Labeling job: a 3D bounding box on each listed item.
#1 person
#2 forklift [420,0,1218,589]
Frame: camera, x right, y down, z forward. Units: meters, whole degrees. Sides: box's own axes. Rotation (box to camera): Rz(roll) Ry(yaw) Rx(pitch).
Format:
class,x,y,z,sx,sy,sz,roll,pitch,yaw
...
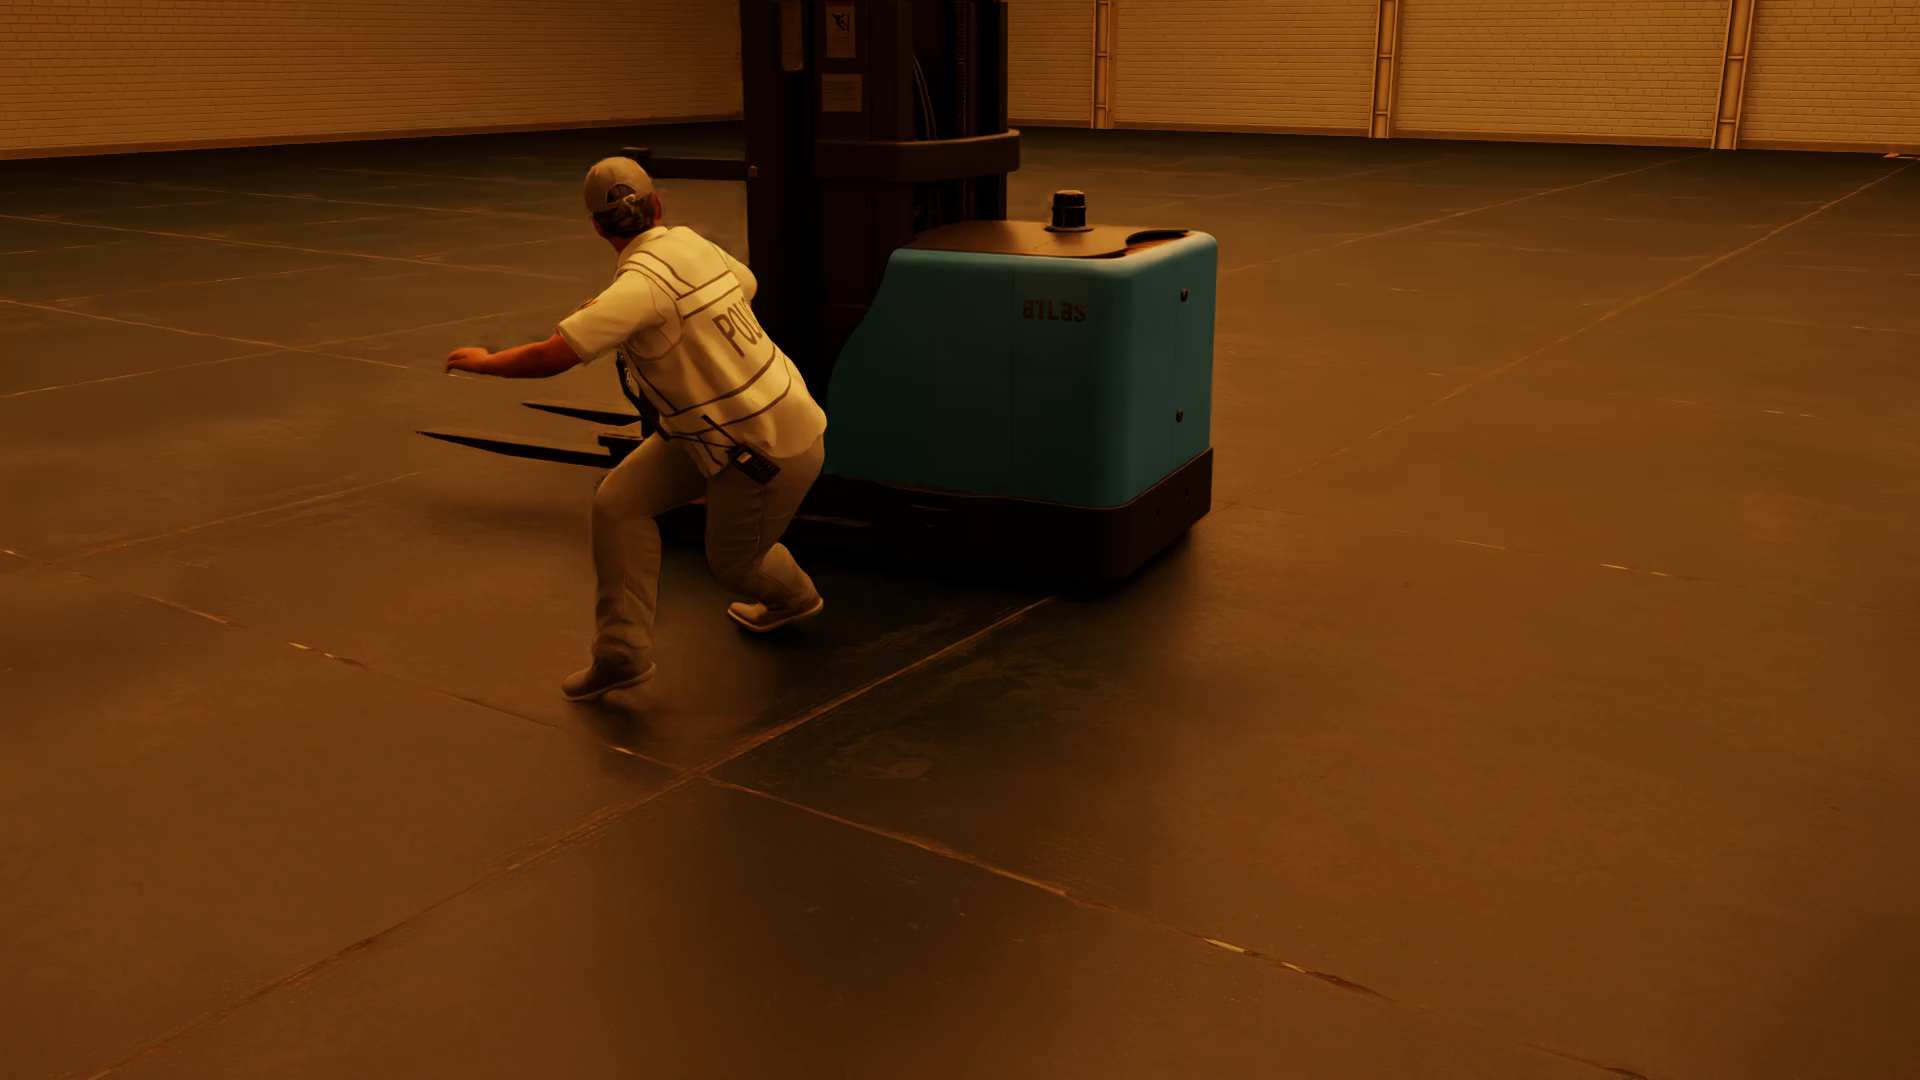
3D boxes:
class,x,y,z,sx,sy,sz,roll,pitch,yaw
person,-0.841,-0.299,4.465,0.980,1.442,0.899,-3,17,-10
forklift,-0.642,-1.518,5.908,3.031,2.935,1.130,8,18,25
